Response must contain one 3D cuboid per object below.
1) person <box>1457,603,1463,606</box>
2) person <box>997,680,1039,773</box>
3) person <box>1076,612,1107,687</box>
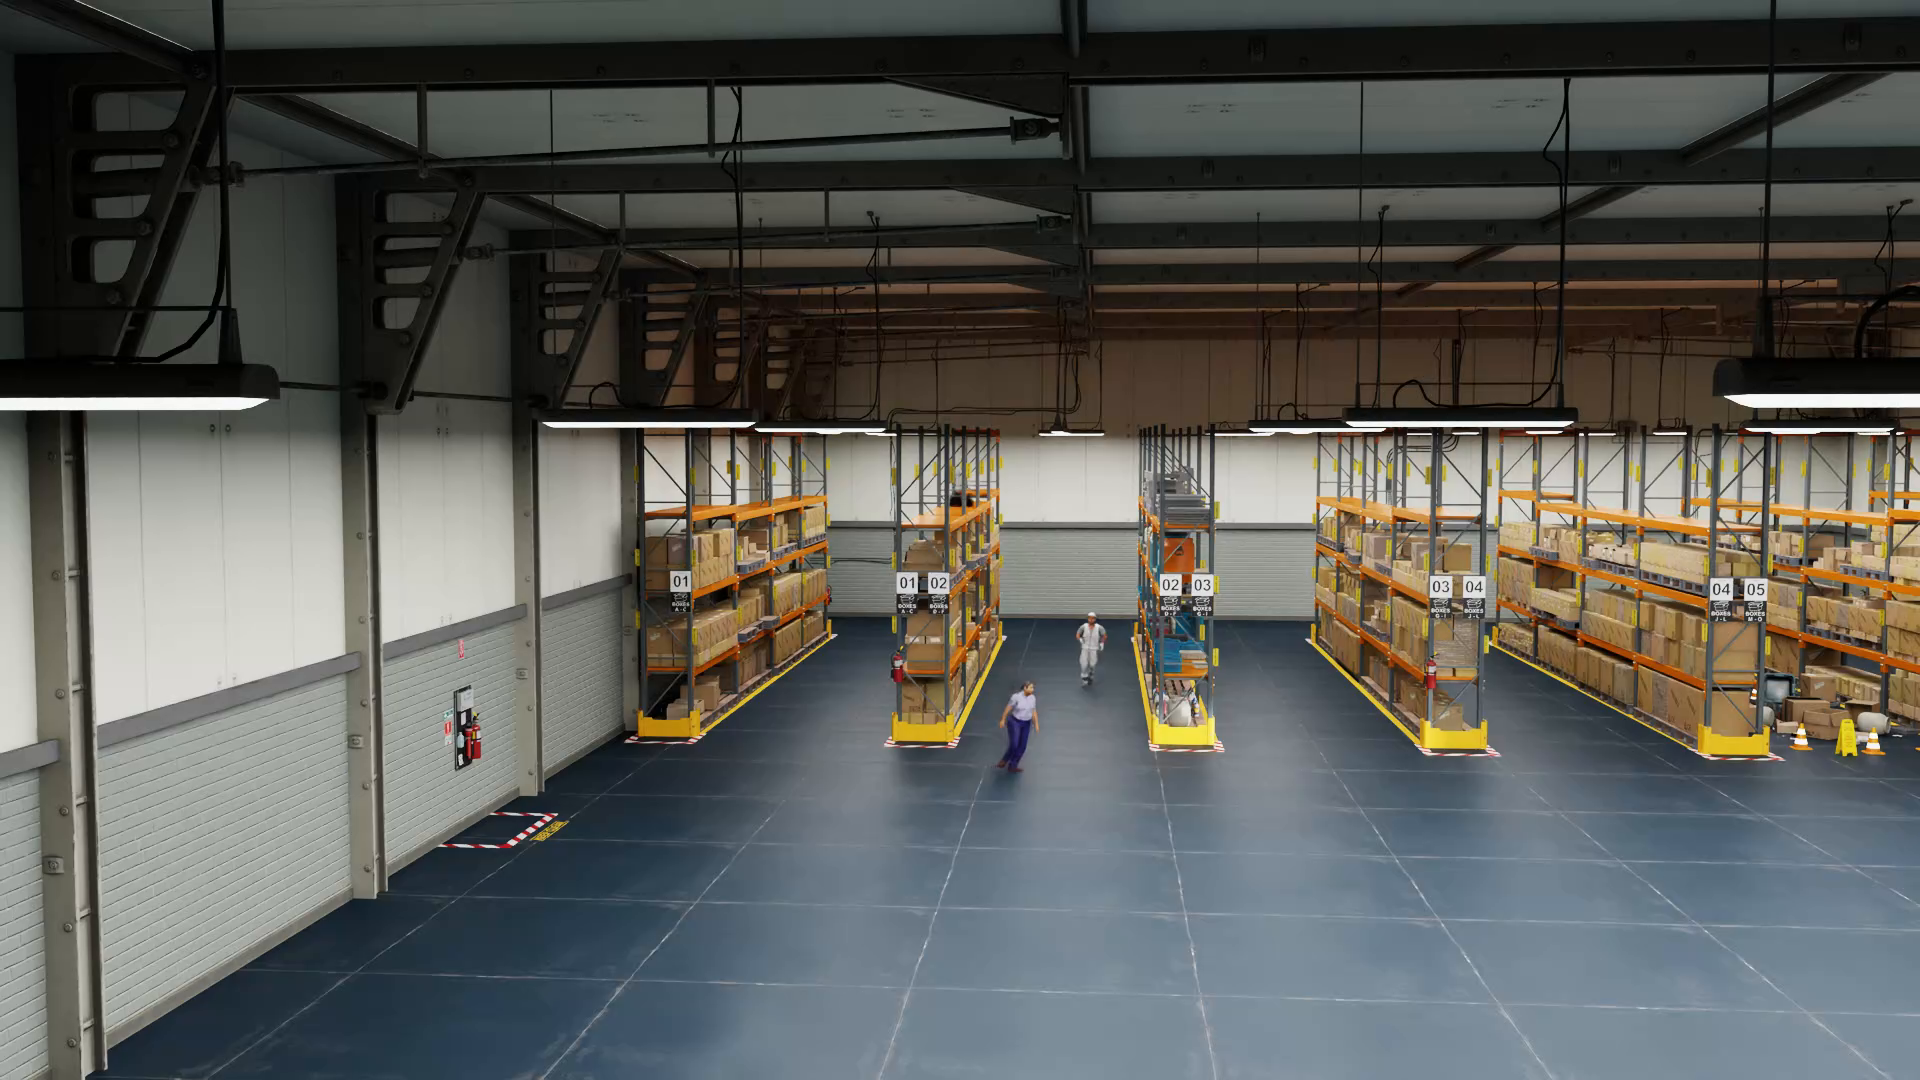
[{"bbox_3d":[13.673,2.070,45.818,0.696,1.740,0.662,1,4,10],"label":"person"},{"bbox_3d":[0.994,3.191,28.540,0.644,1.616,0.528,-2,4,-32],"label":"person"},{"bbox_3d":[2.998,2.528,38.171,0.704,1.735,0.594,1,4,8],"label":"person"}]
